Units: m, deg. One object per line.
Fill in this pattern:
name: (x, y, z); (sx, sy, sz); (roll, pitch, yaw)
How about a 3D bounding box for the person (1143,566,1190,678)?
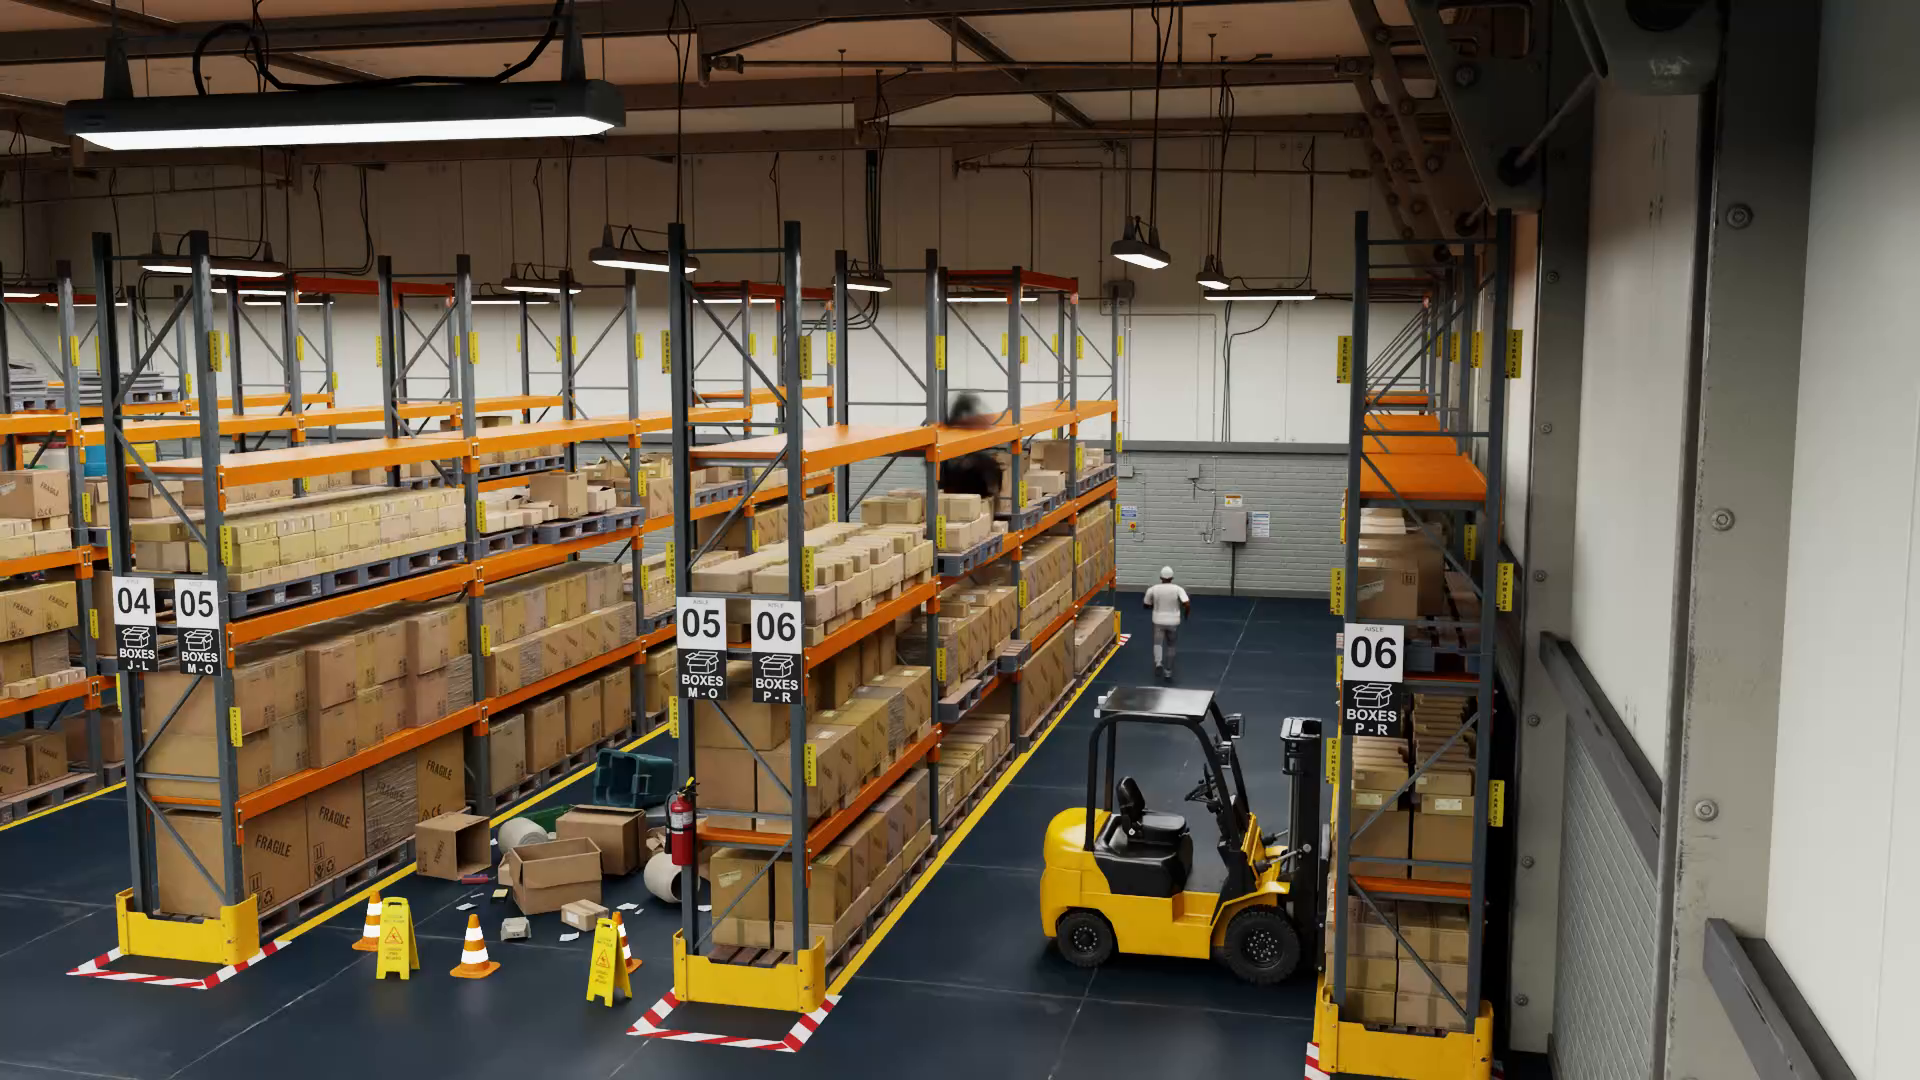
person: (3.104, 1.253, 25.019); (0.714, 1.745, 0.901); (1, 7, 9)
